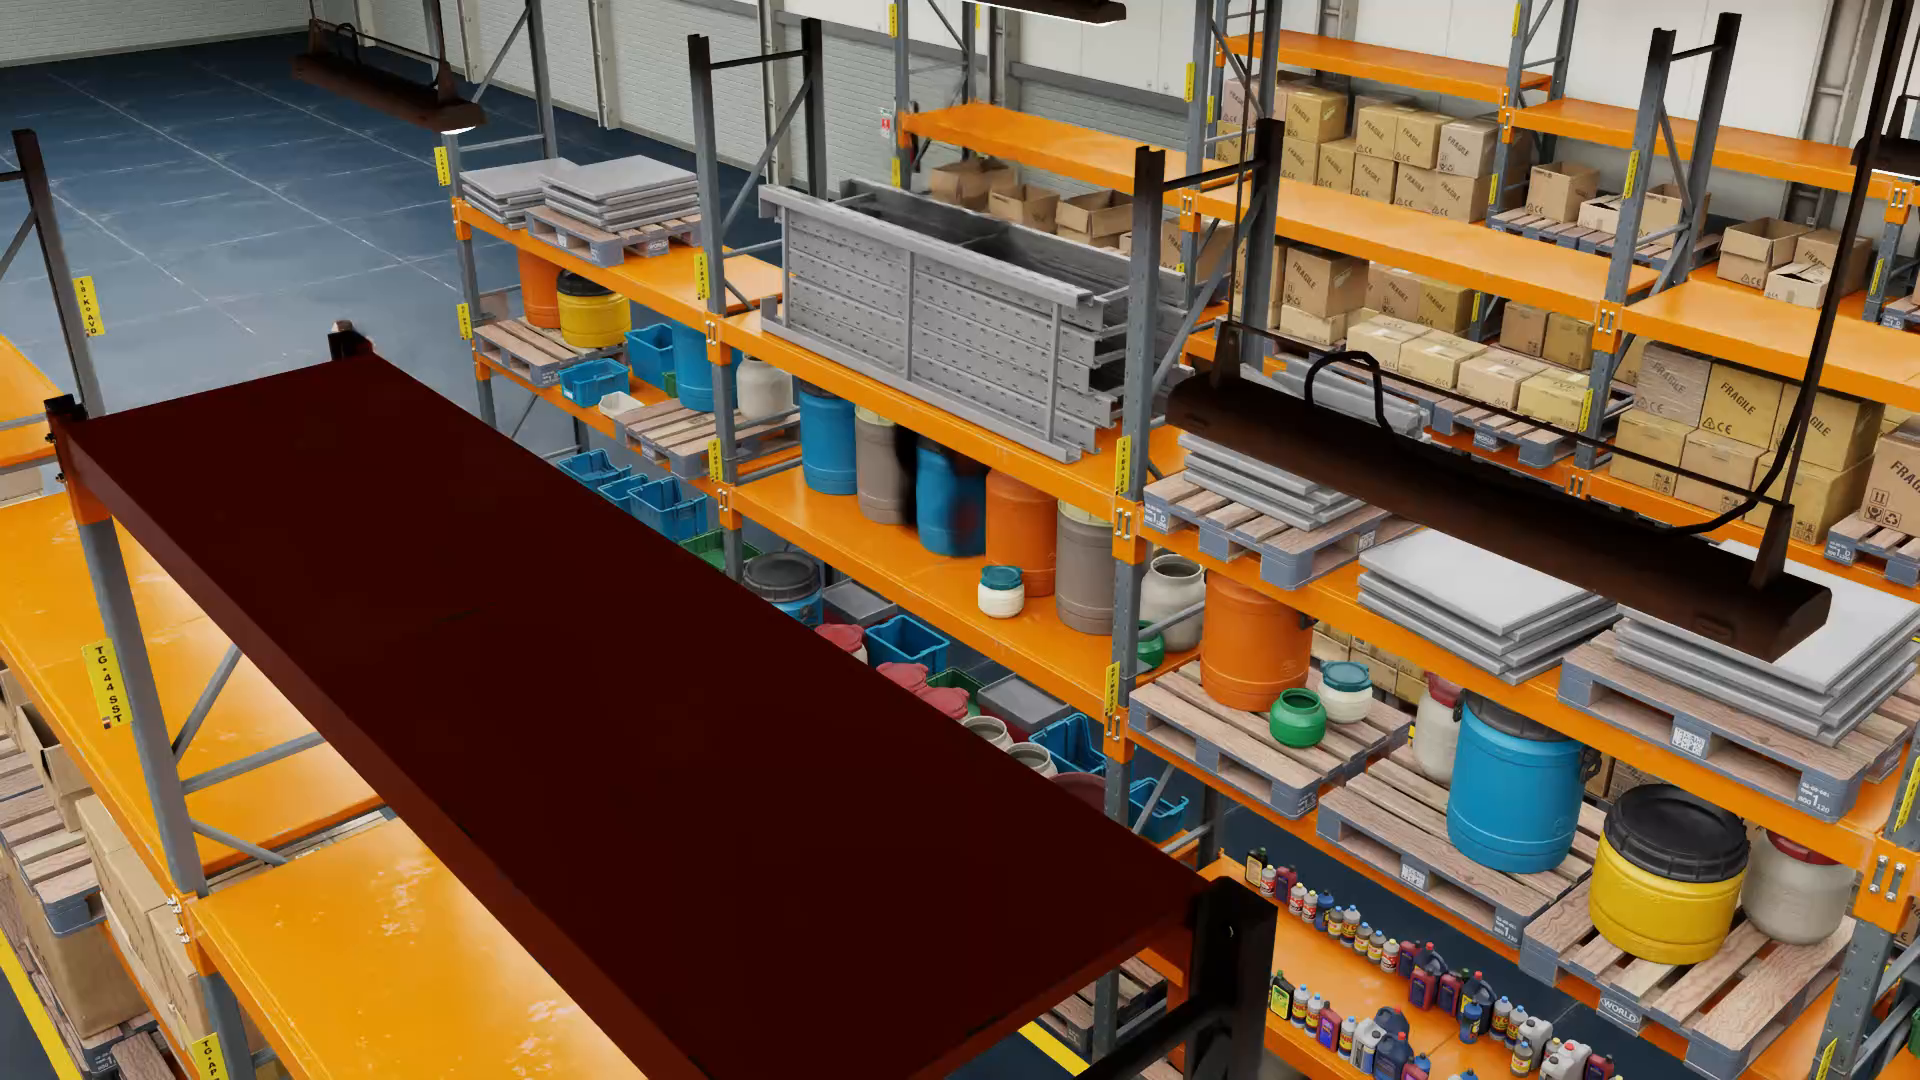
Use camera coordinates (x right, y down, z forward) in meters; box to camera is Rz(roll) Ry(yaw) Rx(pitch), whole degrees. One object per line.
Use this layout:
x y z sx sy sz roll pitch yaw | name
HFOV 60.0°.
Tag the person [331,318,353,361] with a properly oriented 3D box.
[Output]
-7.033 -1.805 19.349 0.589 1.632 0.565 -7 28 -13 | person
